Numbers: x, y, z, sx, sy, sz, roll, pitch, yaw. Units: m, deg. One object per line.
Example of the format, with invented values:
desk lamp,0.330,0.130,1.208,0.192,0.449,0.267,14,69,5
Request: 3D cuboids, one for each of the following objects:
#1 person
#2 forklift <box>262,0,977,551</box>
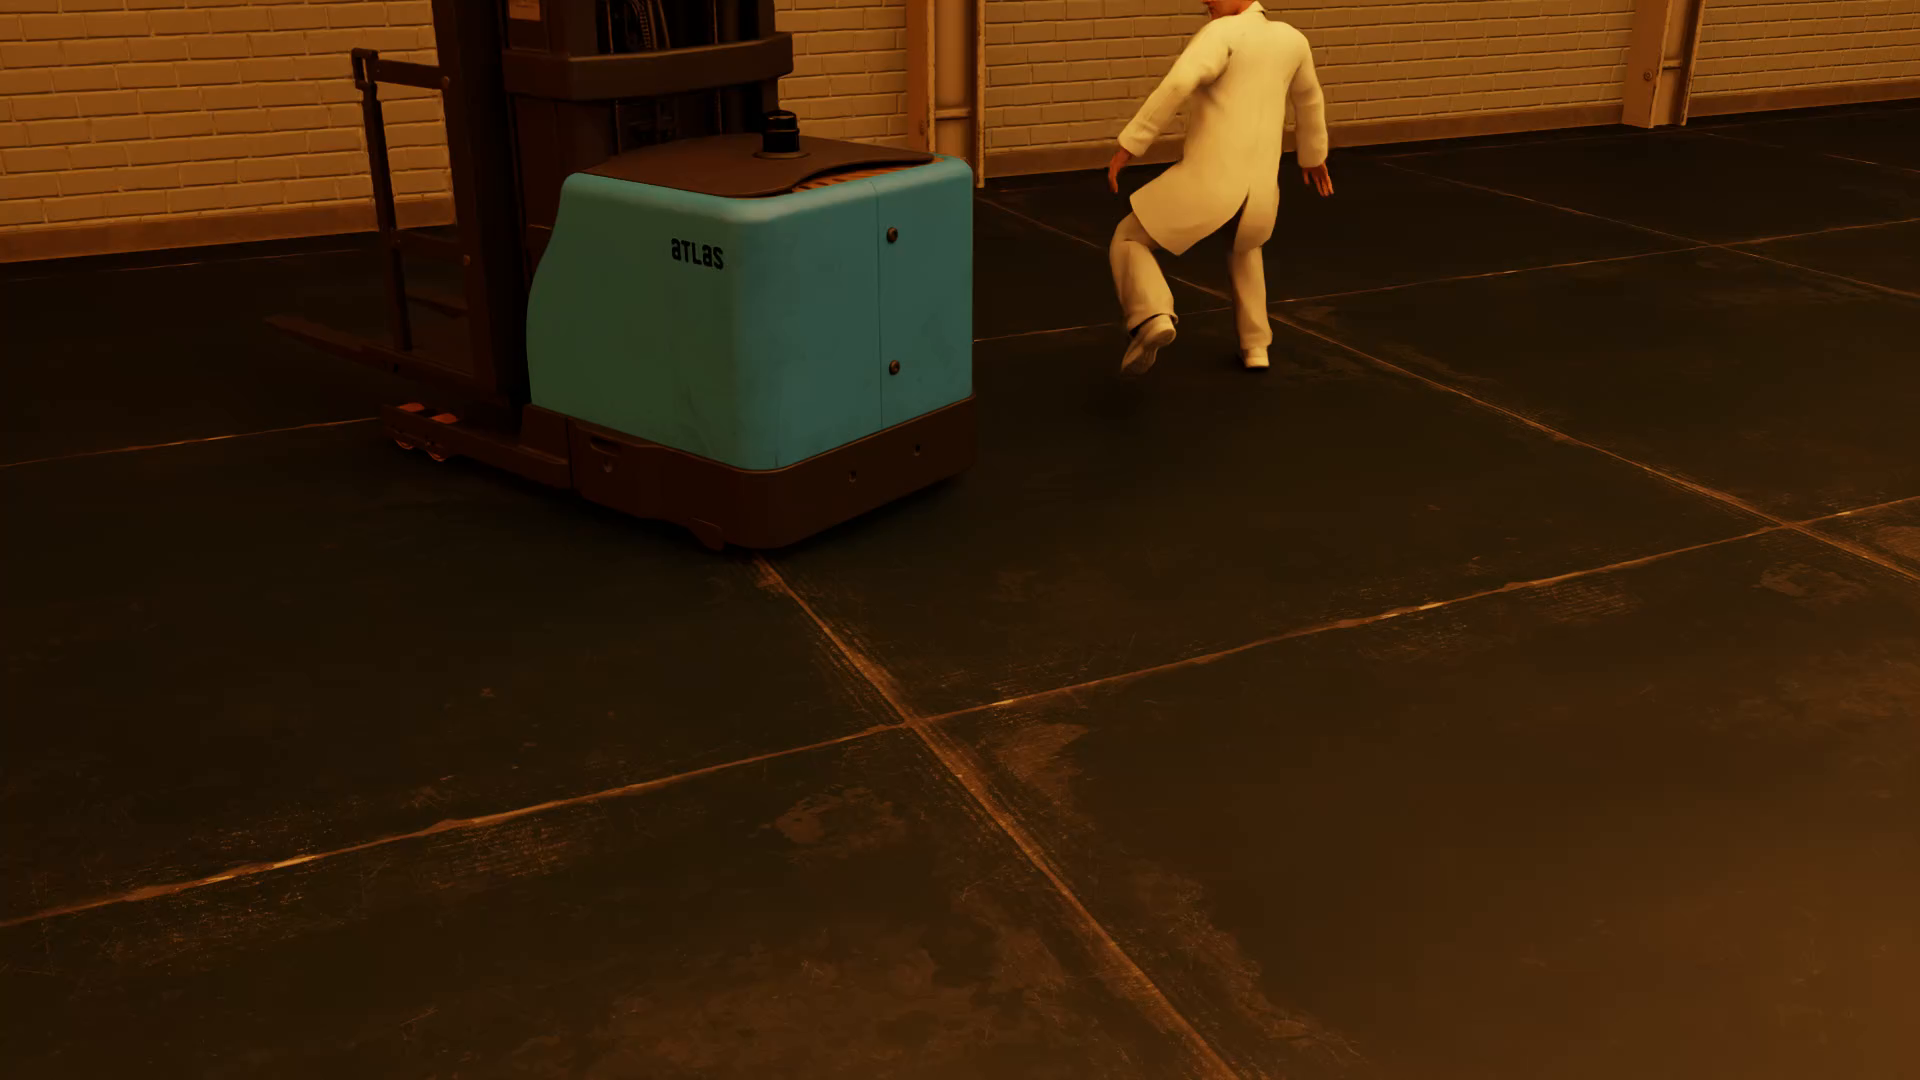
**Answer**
person,1.038,-1.410,6.439,1.120,1.658,0.542,-11,25,-25
forklift,-1.408,-1.764,5.533,3.031,2.935,1.130,17,28,36
